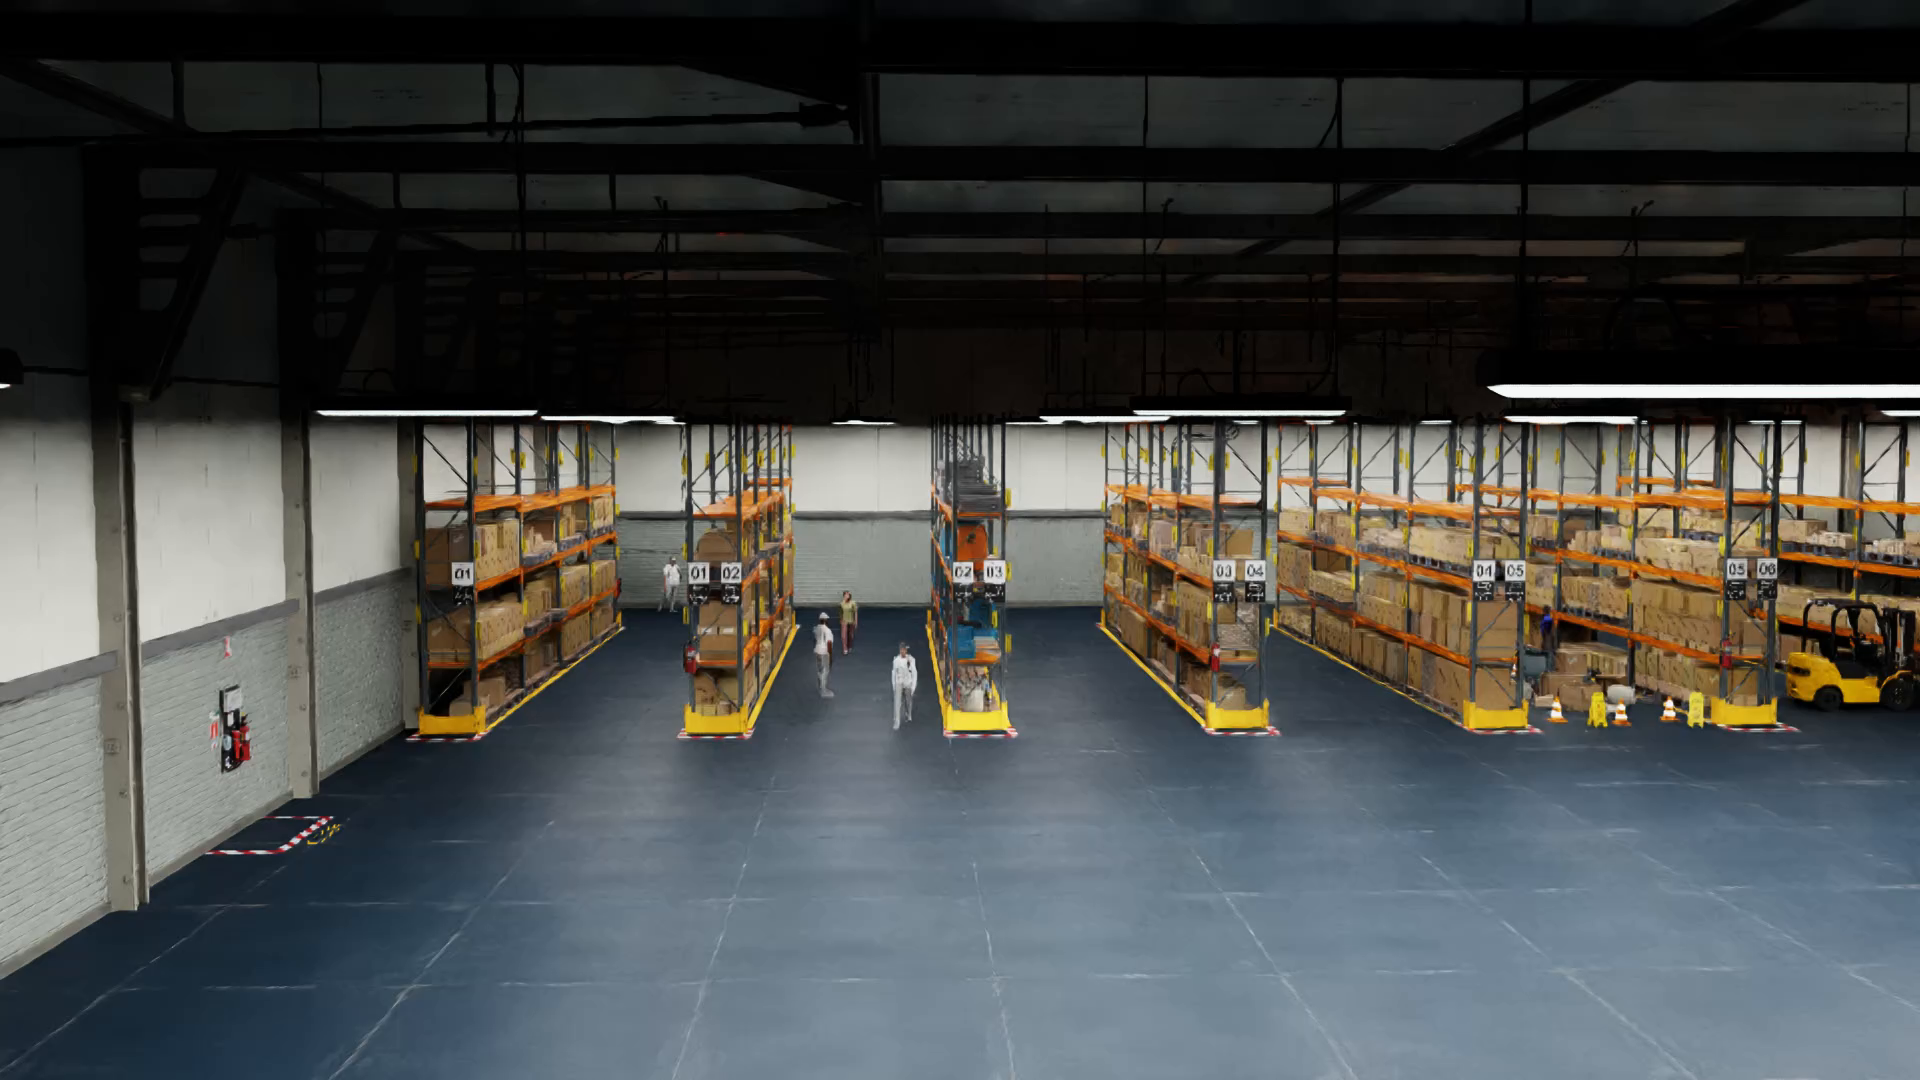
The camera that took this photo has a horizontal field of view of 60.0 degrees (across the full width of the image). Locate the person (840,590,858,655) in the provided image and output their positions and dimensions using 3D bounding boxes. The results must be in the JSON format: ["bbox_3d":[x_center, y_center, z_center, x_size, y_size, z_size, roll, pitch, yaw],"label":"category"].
[{"bbox_3d":[-2.811,2.057,41.963,0.458,1.612,1.010,0,4,-3],"label":"person"}]

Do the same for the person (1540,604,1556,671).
[{"bbox_3d":[13.405,2.294,38.061,0.556,1.650,0.588,2,4,23],"label":"person"}]

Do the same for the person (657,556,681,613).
[{"bbox_3d":[-8.969,1.370,51.164,0.704,1.739,0.543,-3,5,-42],"label":"person"}]

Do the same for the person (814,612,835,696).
[{"bbox_3d":[-2.854,2.415,35.378,0.447,1.771,0.632,-2,5,-33],"label":"person"}]

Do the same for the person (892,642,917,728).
[{"bbox_3d":[-1.061,2.738,31.752,0.492,1.625,0.955,0,4,1],"label":"person"}]
